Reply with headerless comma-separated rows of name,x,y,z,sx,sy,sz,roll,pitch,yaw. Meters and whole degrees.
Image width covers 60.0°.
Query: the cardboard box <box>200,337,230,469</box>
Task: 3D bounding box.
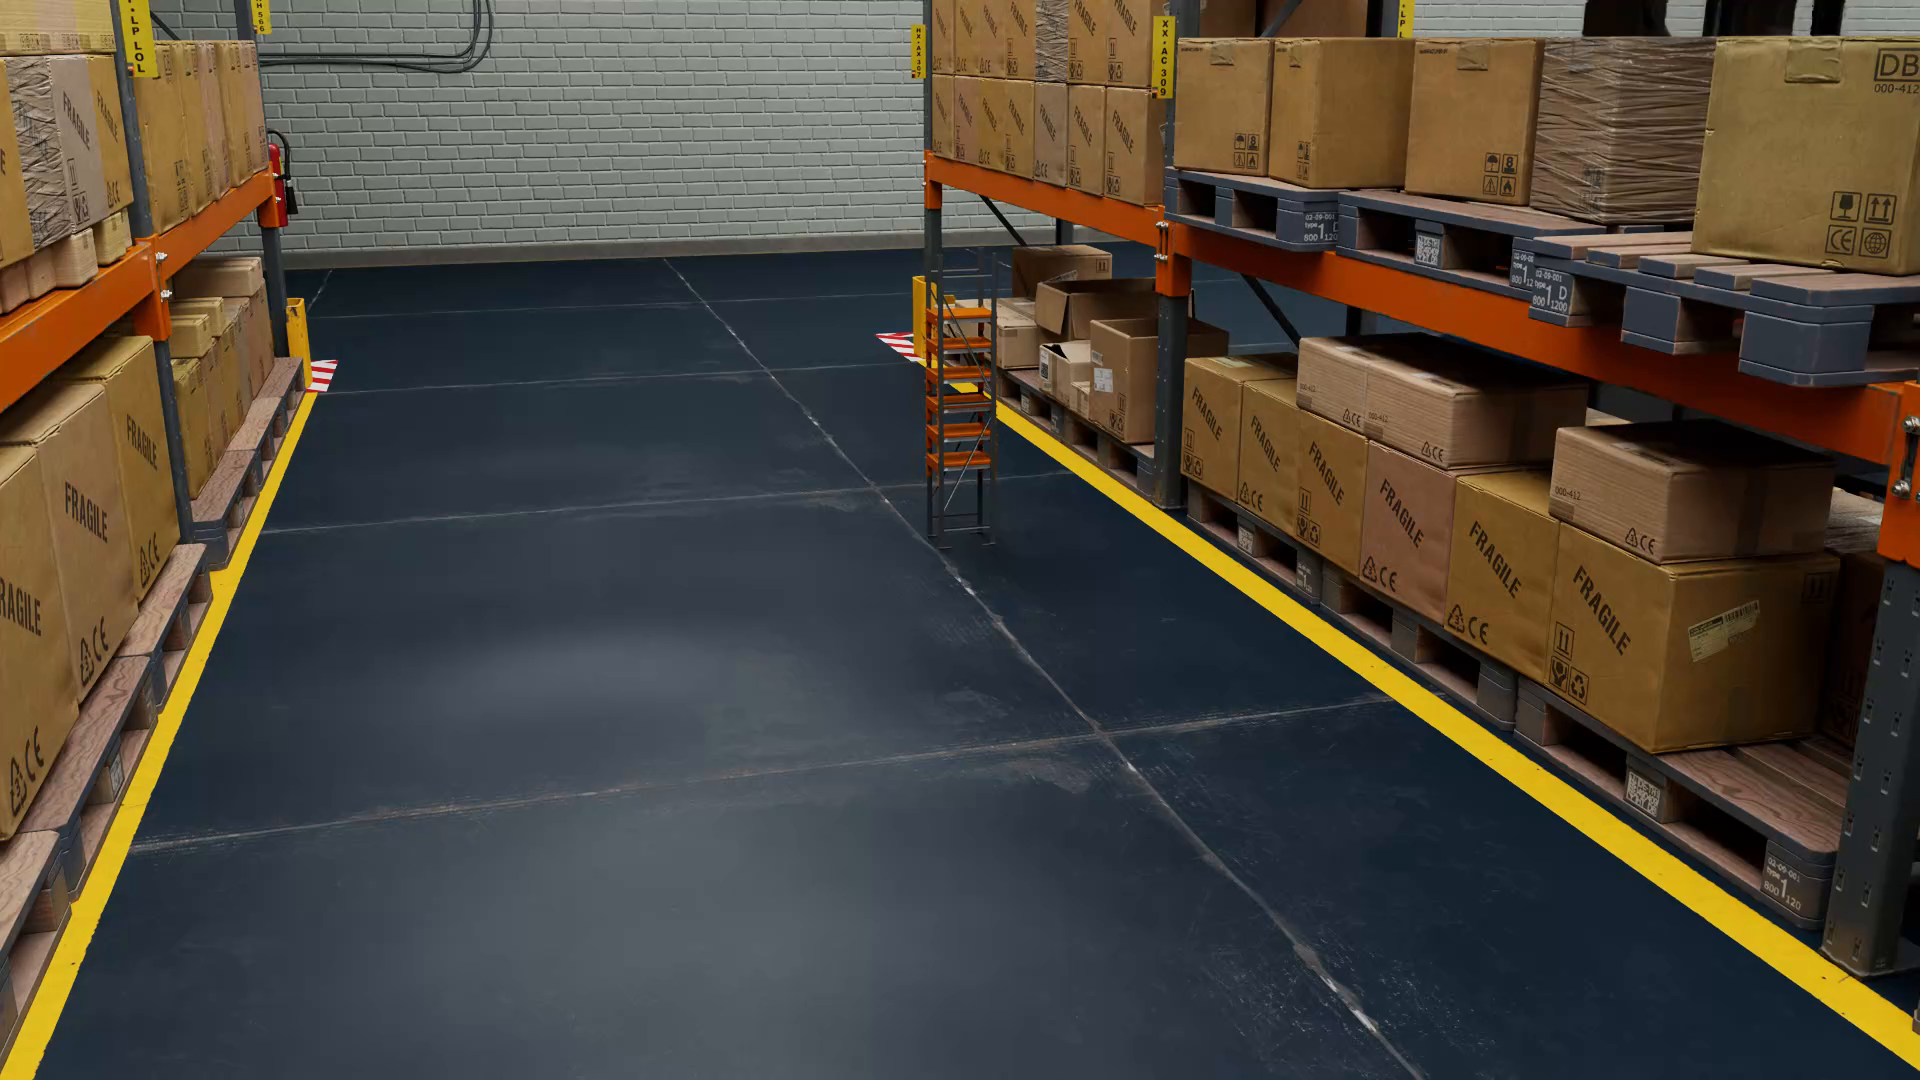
cardboard box,-3.643,-0.584,7.299,0.700,0.500,0.500,-5,17,-16

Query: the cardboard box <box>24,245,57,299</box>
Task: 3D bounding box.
cardboard box,-2.784,-0.760,4.670,0.380,0.149,0.250,-5,17,-15

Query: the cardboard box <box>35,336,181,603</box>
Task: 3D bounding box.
cardboard box,-3.098,-0.228,5.505,0.750,0.750,0.750,-4,17,-15

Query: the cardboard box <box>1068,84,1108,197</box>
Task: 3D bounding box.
cardboard box,0.834,-1.927,7.980,0.500,0.500,0.500,-4,17,-14

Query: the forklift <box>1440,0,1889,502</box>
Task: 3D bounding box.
forklift,3.387,-1.561,7.053,1.130,2.935,3.031,-6,18,-18

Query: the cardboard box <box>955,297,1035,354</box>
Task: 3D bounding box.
cardboard box,0.276,-1.308,10.108,0.500,0.250,0.500,-5,17,-15

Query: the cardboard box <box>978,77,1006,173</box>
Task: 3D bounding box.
cardboard box,0.412,-2.348,9.382,0.500,0.500,0.500,-5,17,-15

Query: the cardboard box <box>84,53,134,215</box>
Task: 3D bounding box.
cardboard box,-3.032,-1.318,5.402,0.500,0.500,0.500,-5,17,-16

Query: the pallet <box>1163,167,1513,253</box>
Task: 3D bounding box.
pallet,1.475,-1.297,6.391,1.003,0.211,1.213,-5,17,-15

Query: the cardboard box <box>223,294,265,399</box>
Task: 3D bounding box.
cardboard box,-4.074,-1.013,8.724,0.700,0.500,0.500,-5,17,-15

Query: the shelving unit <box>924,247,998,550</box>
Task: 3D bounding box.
shelving unit,0.004,-0.571,6.766,0.258,1.200,0.189,-5,17,-15

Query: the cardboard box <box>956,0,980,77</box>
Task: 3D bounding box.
cardboard box,0.281,-2.965,9.695,0.500,0.500,0.500,-5,17,-15

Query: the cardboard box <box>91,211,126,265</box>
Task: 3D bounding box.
cardboard box,-2.944,-0.976,5.391,0.380,0.149,0.250,-4,17,-14

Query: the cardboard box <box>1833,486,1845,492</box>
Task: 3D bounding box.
cardboard box,2.327,0.042,5.179,0.500,0.500,0.500,-5,17,-16

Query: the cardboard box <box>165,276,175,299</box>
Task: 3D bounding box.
cardboard box,-4.230,-1.271,8.457,0.380,0.149,0.250,-5,17,-15

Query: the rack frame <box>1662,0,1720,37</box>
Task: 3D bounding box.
rack frame,5.025,-3.116,12.111,1.000,3.000,0.127,-5,17,-15

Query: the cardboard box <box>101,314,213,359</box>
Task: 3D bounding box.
cardboard box,-3.427,-0.865,7.105,0.380,0.149,0.250,-4,17,-13

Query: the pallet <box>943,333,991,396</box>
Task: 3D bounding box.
pallet,0.502,-1.148,10.408,1.003,0.211,1.213,-5,17,-15

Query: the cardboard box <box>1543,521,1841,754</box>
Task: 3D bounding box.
cardboard box,1.977,0.234,4.540,0.500,0.500,0.500,-4,17,-13

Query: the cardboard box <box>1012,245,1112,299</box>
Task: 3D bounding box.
cardboard box,0.648,-1.608,10.671,0.500,0.500,0.500,-5,17,-15

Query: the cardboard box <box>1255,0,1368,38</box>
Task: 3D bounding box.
cardboard box,1.502,-2.298,7.477,0.500,0.500,0.500,-4,17,-14

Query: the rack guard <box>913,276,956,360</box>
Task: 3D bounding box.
rack guard,0.282,-1.507,11.101,1.175,0.500,0.348,-5,17,-15

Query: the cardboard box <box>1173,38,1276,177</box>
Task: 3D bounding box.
cardboard box,1.276,-1.719,6.558,0.700,0.500,0.500,-12,20,-34

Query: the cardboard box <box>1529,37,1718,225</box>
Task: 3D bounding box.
cardboard box,2.111,-1.195,4.812,0.700,0.500,0.500,-1,17,-5

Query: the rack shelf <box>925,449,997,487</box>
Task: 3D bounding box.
rack shelf,0.004,-0.298,6.848,0.258,0.103,0.180,-5,17,-15

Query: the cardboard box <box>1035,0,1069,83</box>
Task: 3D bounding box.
cardboard box,0.691,-2.546,8.302,0.500,0.500,0.500,-5,17,-15

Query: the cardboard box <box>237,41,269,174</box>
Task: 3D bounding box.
cardboard box,-4.351,-2.336,8.994,0.980,0.700,0.700,-4,17,-13

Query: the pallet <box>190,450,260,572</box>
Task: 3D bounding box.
pallet,-3.535,-0.107,6.942,1.003,0.211,1.213,-5,17,-15

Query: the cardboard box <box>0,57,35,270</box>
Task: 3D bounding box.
cardboard box,-2.610,-0.901,4.011,0.500,0.500,0.500,-4,17,-14

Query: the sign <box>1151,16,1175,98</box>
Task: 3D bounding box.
sign,0.841,-1.989,6.853,0.100,0.325,0.005,-5,17,-15

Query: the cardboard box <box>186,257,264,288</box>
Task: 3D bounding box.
cardboard box,-4.001,-1.441,9.021,0.380,0.149,0.250,-5,17,-16

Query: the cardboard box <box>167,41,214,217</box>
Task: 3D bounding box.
cardboard box,-3.730,-1.724,6.955,0.980,0.700,0.700,-5,17,-17

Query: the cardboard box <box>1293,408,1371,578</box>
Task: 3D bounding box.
cardboard box,1.547,-0.194,5.964,0.500,0.500,0.500,-4,17,-15

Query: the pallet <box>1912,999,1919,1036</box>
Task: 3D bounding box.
pallet,2.649,1.054,3.077,1.003,0.211,1.213,-5,17,-15

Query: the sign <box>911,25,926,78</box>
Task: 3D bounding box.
sign,-0.260,-3.097,10.544,0.100,0.325,0.005,-5,17,-15

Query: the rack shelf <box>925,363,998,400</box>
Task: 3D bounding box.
rack shelf,0.004,-0.643,6.744,0.258,0.103,0.180,-5,17,-15

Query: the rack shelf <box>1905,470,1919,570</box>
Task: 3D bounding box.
rack shelf,3.010,0.385,1.706,1.077,0.370,4.000,-5,17,-15

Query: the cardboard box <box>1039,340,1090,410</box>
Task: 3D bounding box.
cardboard box,0.725,-0.885,8.592,0.500,0.311,0.500,-5,17,-15

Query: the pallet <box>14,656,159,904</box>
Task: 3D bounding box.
pallet,-2.778,0.655,4.405,1.003,0.211,1.213,-5,17,-15

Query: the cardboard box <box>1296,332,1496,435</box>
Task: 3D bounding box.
cardboard box,1.534,-0.562,5.886,0.500,0.250,0.500,-5,17,-15

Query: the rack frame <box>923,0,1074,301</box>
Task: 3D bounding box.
rack frame,0.261,-2.725,10.811,1.000,3.000,0.127,-5,17,-15

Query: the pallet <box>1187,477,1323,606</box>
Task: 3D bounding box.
pallet,1.621,-0.061,6.790,1.003,0.211,1.213,-5,17,-15

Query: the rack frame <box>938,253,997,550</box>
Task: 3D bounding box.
rack frame,0.029,-0.545,6.682,0.240,1.200,0.006,-5,17,-15
